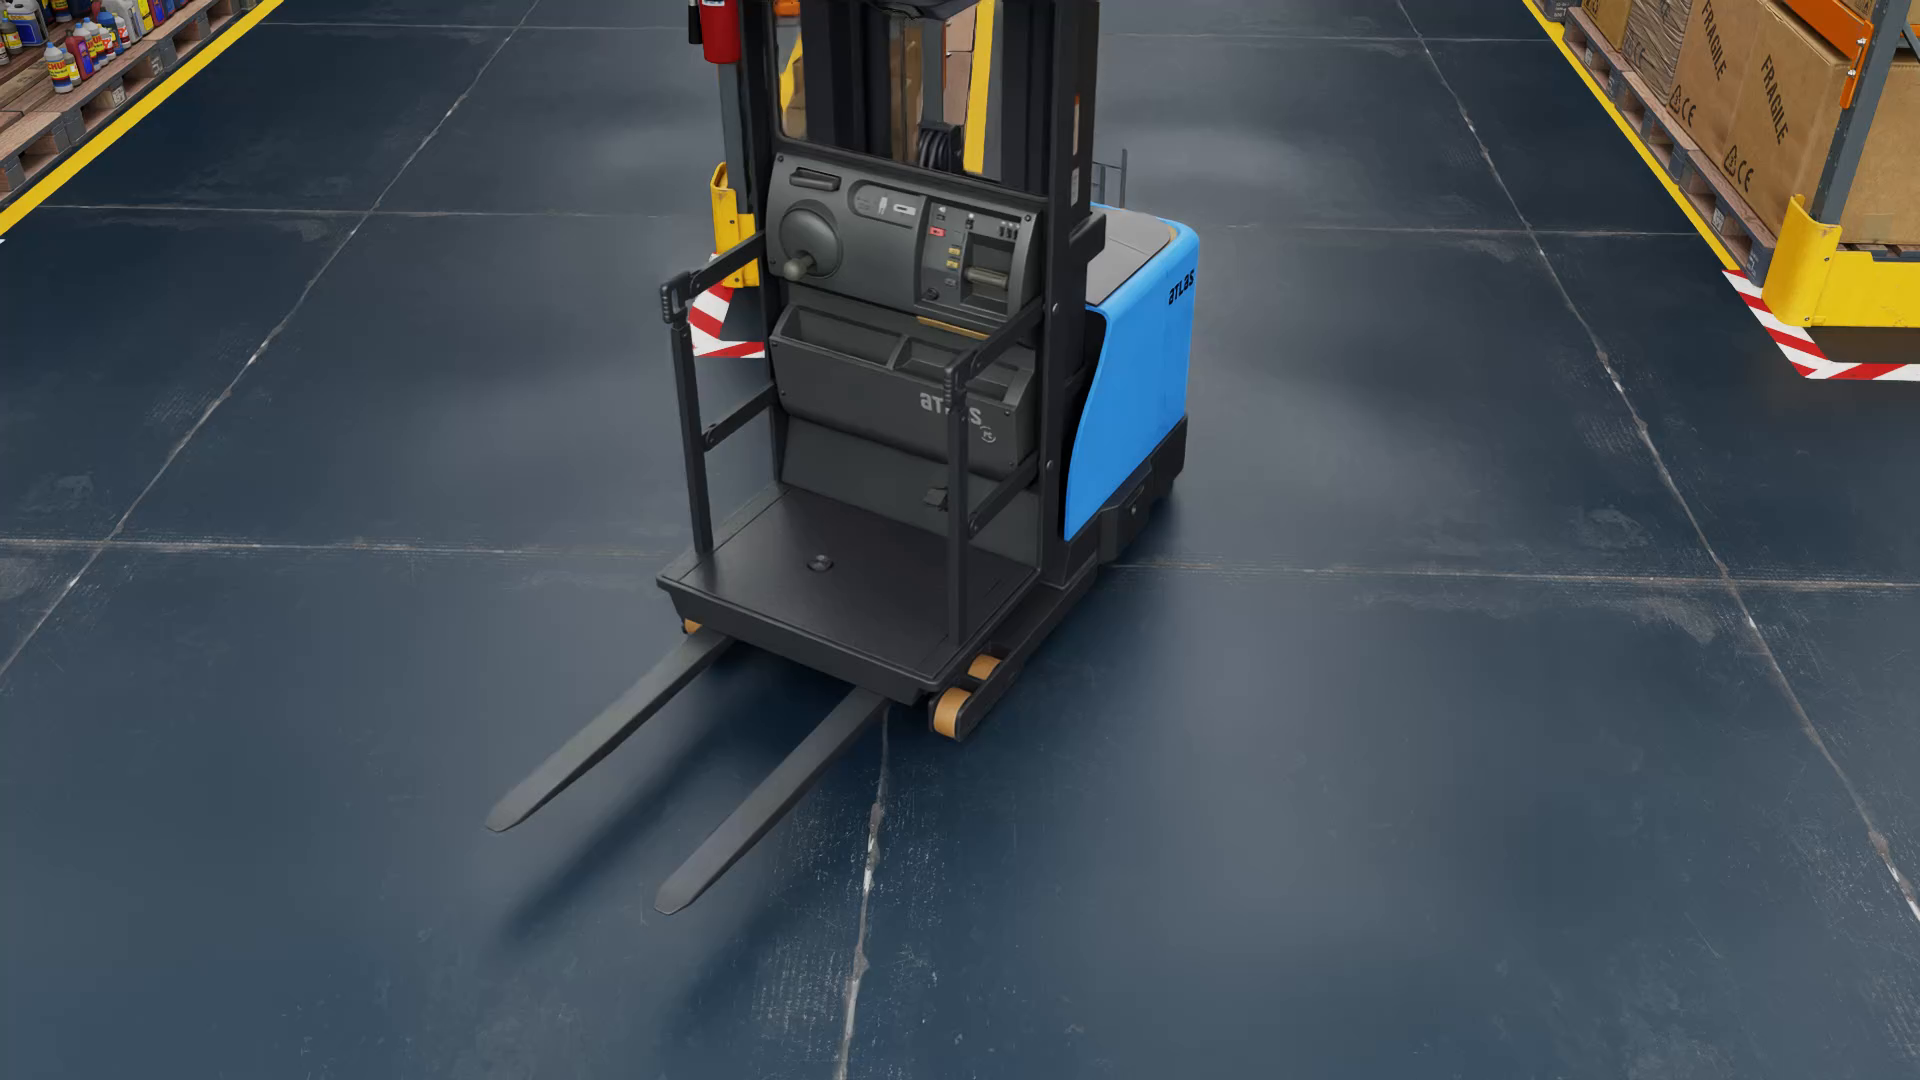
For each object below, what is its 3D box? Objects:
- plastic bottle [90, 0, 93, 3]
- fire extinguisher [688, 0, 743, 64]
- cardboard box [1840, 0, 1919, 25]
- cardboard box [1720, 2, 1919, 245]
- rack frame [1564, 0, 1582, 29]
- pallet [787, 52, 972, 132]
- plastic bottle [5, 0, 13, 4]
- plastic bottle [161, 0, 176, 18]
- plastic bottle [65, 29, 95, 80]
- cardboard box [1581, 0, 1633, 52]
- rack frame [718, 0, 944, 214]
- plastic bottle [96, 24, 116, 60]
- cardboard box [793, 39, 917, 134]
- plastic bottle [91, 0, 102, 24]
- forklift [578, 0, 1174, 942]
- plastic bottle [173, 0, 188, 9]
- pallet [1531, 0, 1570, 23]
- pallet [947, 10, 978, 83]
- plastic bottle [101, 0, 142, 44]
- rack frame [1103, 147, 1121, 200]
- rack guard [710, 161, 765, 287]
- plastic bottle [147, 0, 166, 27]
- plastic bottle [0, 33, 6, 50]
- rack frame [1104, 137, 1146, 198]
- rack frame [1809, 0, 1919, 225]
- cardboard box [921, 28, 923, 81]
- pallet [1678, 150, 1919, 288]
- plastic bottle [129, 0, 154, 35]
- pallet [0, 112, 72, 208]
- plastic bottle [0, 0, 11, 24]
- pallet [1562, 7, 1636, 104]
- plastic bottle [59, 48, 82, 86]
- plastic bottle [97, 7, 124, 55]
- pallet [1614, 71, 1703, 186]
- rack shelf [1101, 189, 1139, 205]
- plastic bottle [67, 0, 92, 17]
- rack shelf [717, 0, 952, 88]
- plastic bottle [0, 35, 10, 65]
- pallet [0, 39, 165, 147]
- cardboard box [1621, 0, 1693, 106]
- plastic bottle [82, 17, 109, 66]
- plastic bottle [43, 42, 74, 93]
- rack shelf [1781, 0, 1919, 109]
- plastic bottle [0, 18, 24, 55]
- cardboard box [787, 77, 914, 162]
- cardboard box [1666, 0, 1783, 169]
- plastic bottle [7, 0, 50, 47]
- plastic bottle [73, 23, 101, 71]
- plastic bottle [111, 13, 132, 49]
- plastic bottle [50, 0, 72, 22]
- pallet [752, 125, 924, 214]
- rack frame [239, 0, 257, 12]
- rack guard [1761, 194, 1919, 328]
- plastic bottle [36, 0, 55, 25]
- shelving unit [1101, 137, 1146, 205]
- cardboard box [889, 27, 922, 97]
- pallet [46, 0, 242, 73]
[{"bbox_3d":[-5.694,-3.602,10.746,0.061,0.283,0.133,1,35,2],"label":"plastic bottle"},{"bbox_3d":[-1.040,-2.395,7.116,0.296,0.674,0.183,1,35,2],"label":"fire extinguisher"},{"bbox_3d":[4.346,-2.585,7.189,0.875,0.550,0.550,1,35,2],"label":"cardboard box"},{"bbox_3d":[4.338,-2.003,7.974,0.875,0.875,0.875,2,35,2],"label":"cardboard box"},{"bbox_3d":[4.537,-4.607,10.197,1.000,3.000,0.127,1,35,2],"label":"rack frame"},{"bbox_3d":[-0.452,-2.550,9.694,1.003,0.211,1.213,1,35,2],"label":"pallet"},{"bbox_3d":[-5.866,-3.306,10.326,0.061,0.283,0.133,3,35,4],"label":"plastic bottle"},{"bbox_3d":[-5.109,-3.504,10.548,0.144,0.351,0.185,0,35,0],"label":"plastic bottle"},{"bbox_3d":[-5.113,-2.829,9.646,0.061,0.283,0.133,2,35,3],"label":"plastic bottle"},{"bbox_3d":[4.442,-3.550,10.175,0.875,0.875,0.875,2,35,3],"label":"cardboard box"},{"bbox_3d":[-0.575,-2.482,7.173,1.000,3.000,0.127,1,35,2],"label":"rack frame"},{"bbox_3d":[-5.118,-2.977,9.928,0.097,0.201,0.097,0,35,0],"label":"plastic bottle"},{"bbox_3d":[-0.544,-2.334,8.770,0.500,0.500,0.500,10,36,14],"label":"cardboard box"},{"bbox_3d":[-5.239,-3.199,10.173,0.061,0.283,0.133,1,35,2],"label":"plastic bottle"},{"bbox_3d":[-0.198,-0.844,4.902,1.130,2.935,3.031,12,37,17],"label":"forklift"},{"bbox_3d":[-5.101,-3.614,10.705,0.144,0.351,0.185,0,35,1],"label":"plastic bottle"},{"bbox_3d":[4.493,-3.912,11.632,1.003,0.211,1.213,1,35,2],"label":"pallet"},{"bbox_3d":[-0.406,-3.252,10.694,1.003,0.211,1.213,1,35,2],"label":"pallet"},{"bbox_3d":[-5.133,-3.194,10.172,0.152,0.276,0.135,2,35,3],"label":"plastic bottle"},{"bbox_3d":[0.468,-0.995,6.594,0.240,1.200,0.006,23,35,29],"label":"rack frame"},{"bbox_3d":[-0.572,-1.503,7.954,1.175,0.500,0.348,1,35,2],"label":"rack guard"},{"bbox_3d":[-5.074,-3.382,10.433,0.061,0.283,0.133,4,35,5],"label":"plastic bottle"},{"bbox_3d":[-5.843,-3.077,9.940,0.144,0.351,0.185,3,35,4],"label":"plastic bottle"},{"bbox_3d":[0.577,-1.064,6.724,0.240,1.200,0.006,23,35,29],"label":"rack frame"},{"bbox_3d":[4.377,-2.309,6.927,1.000,3.000,0.127,1,35,2],"label":"rack frame"},{"bbox_3d":[-0.432,-3.012,9.736,0.500,0.500,0.500,-2,35,-2],"label":"cardboard box"},{"bbox_3d":[4.331,-1.629,8.385,1.003,0.211,1.213,1,35,2],"label":"pallet"},{"bbox_3d":[-5.122,-3.318,10.284,0.144,0.351,0.185,1,35,2],"label":"plastic bottle"},{"bbox_3d":[-5.530,-1.967,8.865,1.003,0.211,1.213,1,35,2],"label":"pallet"},{"bbox_3d":[-5.835,-3.184,10.093,0.144,0.351,0.185,1,35,2],"label":"plastic bottle"},{"bbox_3d":[4.429,-3.031,10.380,1.003,0.211,1.213,1,35,2],"label":"pallet"},{"bbox_3d":[-5.136,-2.725,9.570,0.097,0.201,0.097,0,35,0],"label":"plastic bottle"},{"bbox_3d":[-5.114,-3.065,9.993,0.097,0.271,0.097,0,35,0],"label":"plastic bottle"},{"bbox_3d":[4.382,-2.329,9.380,1.003,0.211,1.213,1,35,2],"label":"pallet"},{"bbox_3d":[0.541,-1.301,6.499,0.258,0.103,0.180,23,35,29],"label":"rack shelf"},{"bbox_3d":[-5.667,-3.533,10.590,0.144,0.351,0.185,1,35,2],"label":"plastic bottle"},{"bbox_3d":[-0.495,-3.337,9.014,1.077,0.370,4.000,1,35,2],"label":"rack shelf"},{"bbox_3d":[-5.720,-2.928,9.859,0.097,0.201,0.097,0,35,0],"label":"plastic bottle"},{"bbox_3d":[-5.478,-2.666,9.860,1.003,0.211,1.213,1,35,2],"label":"pallet"},{"bbox_3d":[4.410,-3.032,9.438,0.875,0.875,0.875,2,35,2],"label":"cardboard box"},{"bbox_3d":[-5.122,-2.949,9.827,0.097,0.271,0.097,0,35,0],"label":"plastic bottle"},{"bbox_3d":[-5.140,-2.694,9.465,0.097,0.271,0.097,0,35,0],"label":"plastic bottle"},{"bbox_3d":[4.457,-3.164,8.769,1.077,0.370,4.000,1,35,2],"label":"rack shelf"},{"bbox_3d":[-5.720,-3.038,10.015,0.097,0.201,0.097,0,35,0],"label":"plastic bottle"},{"bbox_3d":[-0.533,-1.989,8.281,0.500,0.500,0.500,8,36,11],"label":"cardboard box"},{"bbox_3d":[4.371,-2.508,8.693,0.875,0.875,0.875,1,35,1],"label":"cardboard box"},{"bbox_3d":[-5.686,-3.164,10.130,0.152,0.276,0.135,1,35,2],"label":"plastic bottle"},{"bbox_3d":[-5.126,-2.891,9.746,0.097,0.271,0.097,0,35,0],"label":"plastic bottle"},{"bbox_3d":[-5.110,-3.095,10.096,0.097,0.201,0.097,0,35,0],"label":"plastic bottle"},{"bbox_3d":[-5.696,-3.418,10.495,0.097,0.271,0.097,0,35,0],"label":"plastic bottle"},{"bbox_3d":[-0.504,-1.851,8.700,1.003,0.211,1.213,1,35,2],"label":"pallet"},{"bbox_3d":[-5.364,-4.894,10.605,1.000,3.000,0.127,1,35,2],"label":"rack frame"},{"bbox_3d":[4.376,-1.273,7.626,1.175,0.500,0.348,1,35,2],"label":"rack guard"},{"bbox_3d":[-5.818,-3.428,10.440,0.144,0.351,0.185,0,35,0],"label":"plastic bottle"},{"bbox_3d":[0.523,-1.029,6.659,0.258,1.200,0.189,23,35,29],"label":"shelving unit"},{"bbox_3d":[-0.500,-2.693,9.282,0.500,0.500,0.500,4,35,6],"label":"cardboard box"},{"bbox_3d":[-5.432,-3.369,10.860,1.003,0.211,1.213,1,35,2],"label":"pallet"}]
